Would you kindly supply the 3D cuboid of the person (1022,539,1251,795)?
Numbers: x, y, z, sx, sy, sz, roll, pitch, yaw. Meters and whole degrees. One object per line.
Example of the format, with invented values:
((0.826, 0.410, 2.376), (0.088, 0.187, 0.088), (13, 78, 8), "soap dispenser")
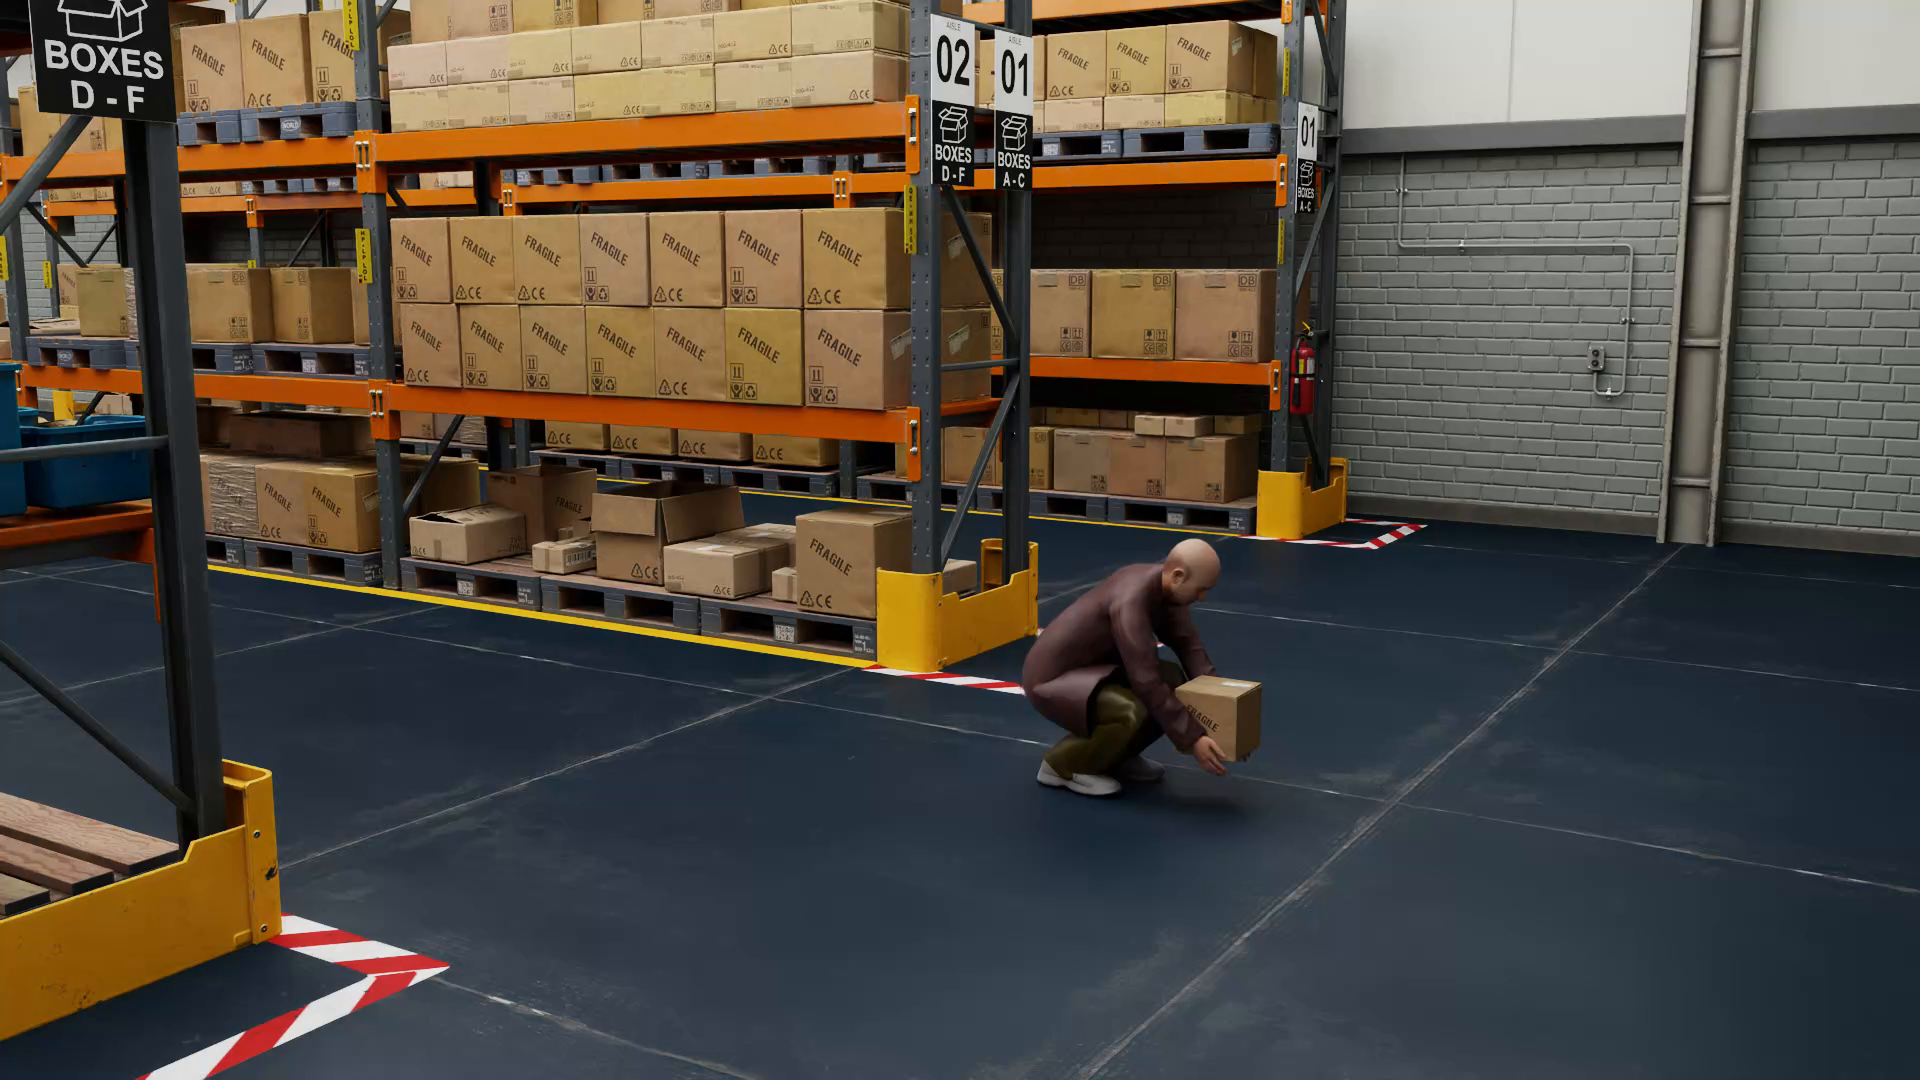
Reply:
((0.671, 0.530, 6.447), (0.895, 0.891, 0.600), (6, 11, 31), "person")
